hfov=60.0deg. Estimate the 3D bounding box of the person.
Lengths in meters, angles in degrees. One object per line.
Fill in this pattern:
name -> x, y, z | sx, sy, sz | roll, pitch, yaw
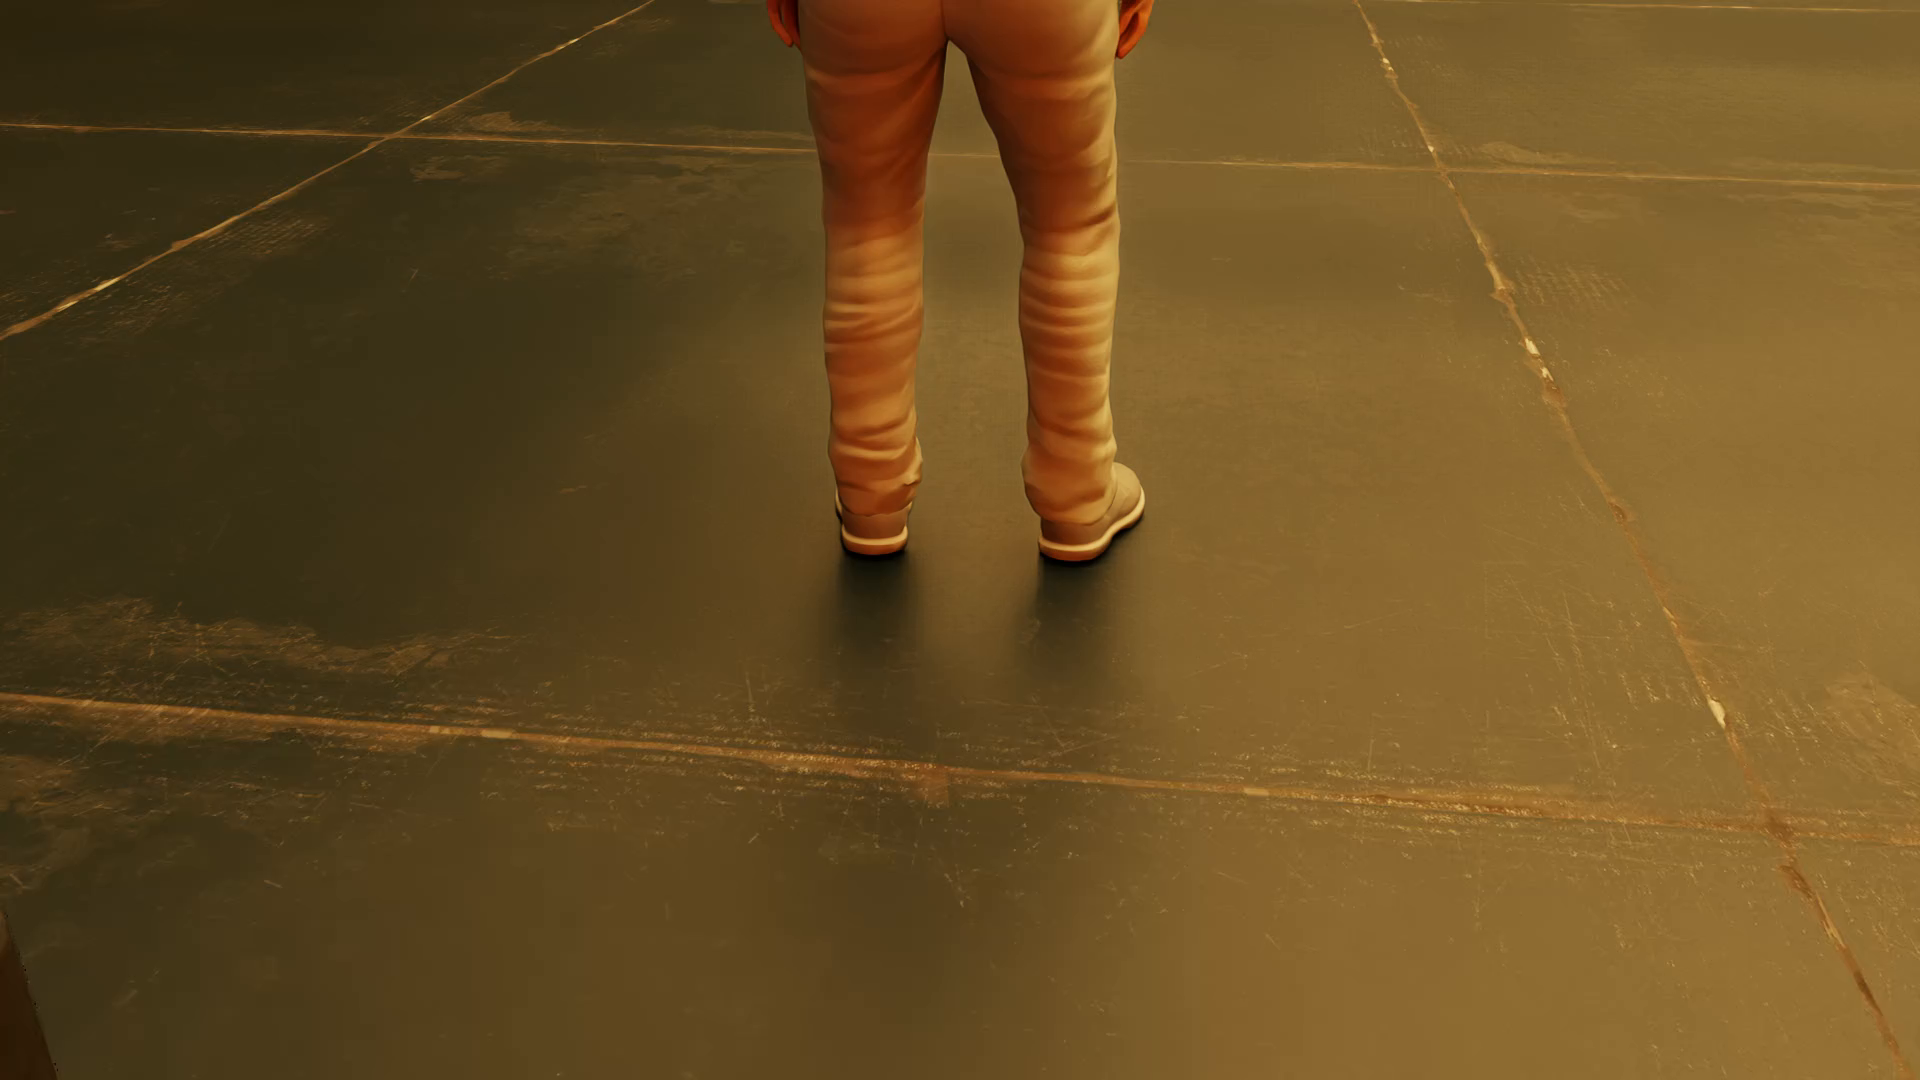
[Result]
person -> 0.008, -0.764, 2.169 | 0.546, 1.666, 0.466 | 3, 27, 5
